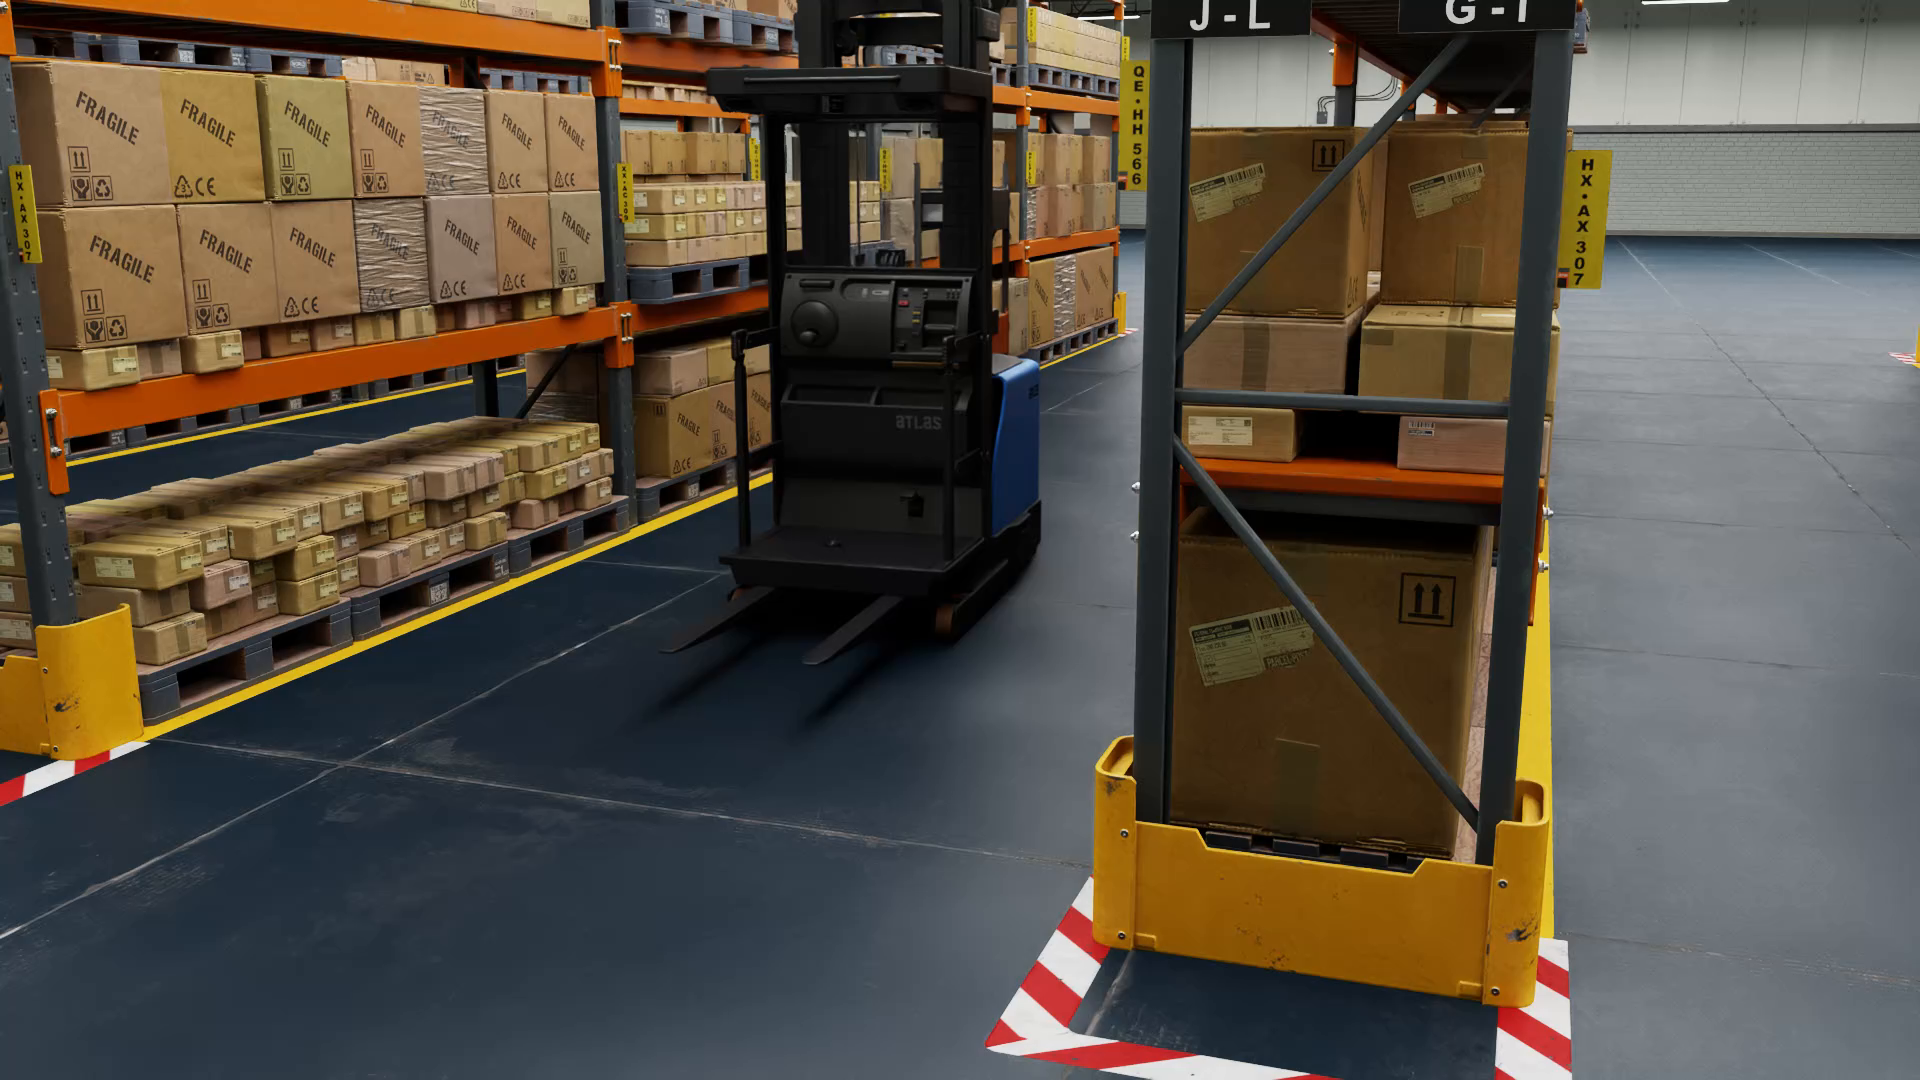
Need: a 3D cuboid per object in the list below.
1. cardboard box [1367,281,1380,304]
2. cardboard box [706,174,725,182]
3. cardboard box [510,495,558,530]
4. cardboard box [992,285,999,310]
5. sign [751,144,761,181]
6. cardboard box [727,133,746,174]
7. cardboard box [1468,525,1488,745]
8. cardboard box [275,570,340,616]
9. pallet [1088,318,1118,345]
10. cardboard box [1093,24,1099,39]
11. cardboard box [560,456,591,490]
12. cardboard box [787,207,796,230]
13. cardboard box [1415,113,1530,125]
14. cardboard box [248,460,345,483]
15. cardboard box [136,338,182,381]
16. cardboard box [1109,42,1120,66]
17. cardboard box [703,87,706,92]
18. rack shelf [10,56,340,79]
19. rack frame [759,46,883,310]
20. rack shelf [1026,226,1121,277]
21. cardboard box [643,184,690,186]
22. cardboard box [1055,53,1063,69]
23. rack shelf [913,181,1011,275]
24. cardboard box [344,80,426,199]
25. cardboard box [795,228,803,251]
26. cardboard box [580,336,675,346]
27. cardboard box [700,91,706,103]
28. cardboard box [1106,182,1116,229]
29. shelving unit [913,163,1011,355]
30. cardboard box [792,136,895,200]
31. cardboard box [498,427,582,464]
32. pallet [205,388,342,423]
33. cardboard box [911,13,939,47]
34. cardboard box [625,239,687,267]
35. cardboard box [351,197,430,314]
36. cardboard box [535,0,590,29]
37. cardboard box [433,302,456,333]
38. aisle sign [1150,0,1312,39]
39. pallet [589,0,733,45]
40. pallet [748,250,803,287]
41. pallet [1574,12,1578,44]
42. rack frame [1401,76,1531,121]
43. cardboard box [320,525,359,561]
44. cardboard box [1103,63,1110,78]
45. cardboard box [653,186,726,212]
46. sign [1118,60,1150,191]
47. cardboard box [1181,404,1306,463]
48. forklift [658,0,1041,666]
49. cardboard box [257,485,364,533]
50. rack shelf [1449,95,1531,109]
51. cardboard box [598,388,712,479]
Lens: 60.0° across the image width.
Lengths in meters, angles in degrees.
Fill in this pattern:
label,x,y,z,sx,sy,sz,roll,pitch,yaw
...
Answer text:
label,x,y,z,sx,sy,sz,roll,pitch,yaw
cardboard box,1.203,-0.752,5.711,0.500,0.250,0.500,4,13,16
cardboard box,-3.313,-4.382,21.053,0.500,0.500,0.500,4,14,19
cardboard box,-2.390,-0.165,8.931,0.380,0.149,0.250,4,13,17
cardboard box,-0.241,-2.018,15.701,1.050,0.750,0.750,4,14,18
sign,-1.630,-3.012,13.340,0.100,0.325,0.005,4,14,18
cardboard box,-3.190,-4.986,21.450,0.700,0.500,0.500,4,13,17
cardboard box,1.394,0.154,5.904,0.875,0.875,0.875,4,14,18
cardboard box,-2.952,0.215,7.270,0.380,0.149,0.250,5,14,19
pallet,1.300,-2.559,20.225,1.003,0.211,1.213,4,14,18
cardboard box,1.368,-5.766,18.871,0.380,0.149,0.250,4,14,19
cardboard box,-2.275,-0.379,9.200,0.380,0.149,0.250,4,13,16
cardboard box,-1.331,-2.172,11.217,0.380,0.149,0.250,4,13,17
cardboard box,4.462,-3.212,14.527,1.000,1.000,1.000,4,14,19
cardboard box,-3.235,-0.286,8.126,0.380,0.149,0.250,4,14,19
cardboard box,-3.234,-0.702,6.389,0.380,0.149,0.250,5,14,20
cardboard box,1.591,-5.757,19.729,0.500,0.250,0.500,5,14,19
cardboard box,-3.319,-5.730,20.779,0.500,0.250,0.500,4,14,18
rack shelf,-6.467,-3.434,12.667,1.077,0.370,4.000,4,14,18
rack frame,-1.104,-2.408,13.297,1.000,3.000,0.127,4,14,18
rack shelf,0.838,-3.321,18.912,1.077,0.370,4.000,4,14,18
cardboard box,-2.030,-2.311,11.156,0.380,0.149,0.250,4,13,16
cardboard box,0.875,-5.056,17.552,0.380,0.149,0.250,4,13,18
rack shelf,0.017,-1.722,9.231,0.431,0.518,0.480,4,13,16
cardboard box,-2.787,-1.802,7.504,0.500,0.500,0.500,4,13,17
cardboard box,-1.248,-2.084,11.497,0.380,0.149,0.250,5,14,20
cardboard box,-2.217,-1.200,10.992,0.500,0.250,0.500,5,14,21
cardboard box,-3.395,-5.515,20.735,0.380,0.149,0.250,4,14,19
cardboard box,1.408,-4.084,20.304,0.875,0.550,0.550,4,14,18
shelving unit,0.017,-1.053,9.384,0.431,2.100,0.503,4,13,16
cardboard box,-0.949,-3.038,13.586,0.700,0.500,0.500,4,14,18
cardboard box,-2.312,-0.520,9.153,0.380,0.149,0.250,5,14,19
pallet,-6.146,-1.223,14.372,1.003,0.211,1.213,4,14,18
cardboard box,-0.499,-4.293,13.983,0.500,0.250,0.500,5,14,20
cardboard box,-1.835,-1.698,9.807,0.380,0.149,0.250,4,13,16
cardboard box,-2.807,-1.317,7.622,0.500,0.500,0.500,4,13,17
cardboard box,-2.301,-2.832,8.752,0.500,0.250,0.500,5,14,20
cardboard box,-2.691,-1.091,8.090,0.380,0.149,0.250,4,13,18
aisle sign,0.661,-1.619,3.998,0.394,0.787,0.004,4,14,18
pallet,-2.097,-3.059,9.830,1.213,0.211,1.003,4,14,18
pallet,-1.705,-1.895,11.480,1.003,0.211,1.213,4,14,18
pallet,3.040,-3.025,9.683,1.003,0.211,1.213,5,14,21
rack frame,3.557,-2.030,11.639,1.000,3.000,0.127,4,14,18
cardboard box,-2.960,0.004,7.523,0.380,0.149,0.250,4,13,16
cardboard box,1.533,-5.484,19.431,0.380,0.149,0.250,5,14,19
cardboard box,-1.665,-2.101,10.235,0.380,0.149,0.250,4,14,19
sign,0.460,-1.067,4.288,0.100,0.325,0.005,4,14,18
cardboard box,0.772,-0.321,4.720,0.380,0.149,0.250,5,14,19
forklift,-0.454,-1.046,7.625,1.129,2.867,3.031,4,13,16
cardboard box,-2.922,-0.141,7.490,0.380,0.149,0.250,5,14,21
rack shelf,5.498,-4.500,16.899,0.919,0.124,3.809,4,14,18
cardboard box,-1.908,-0.688,10.437,0.500,0.500,0.500,5,14,21
